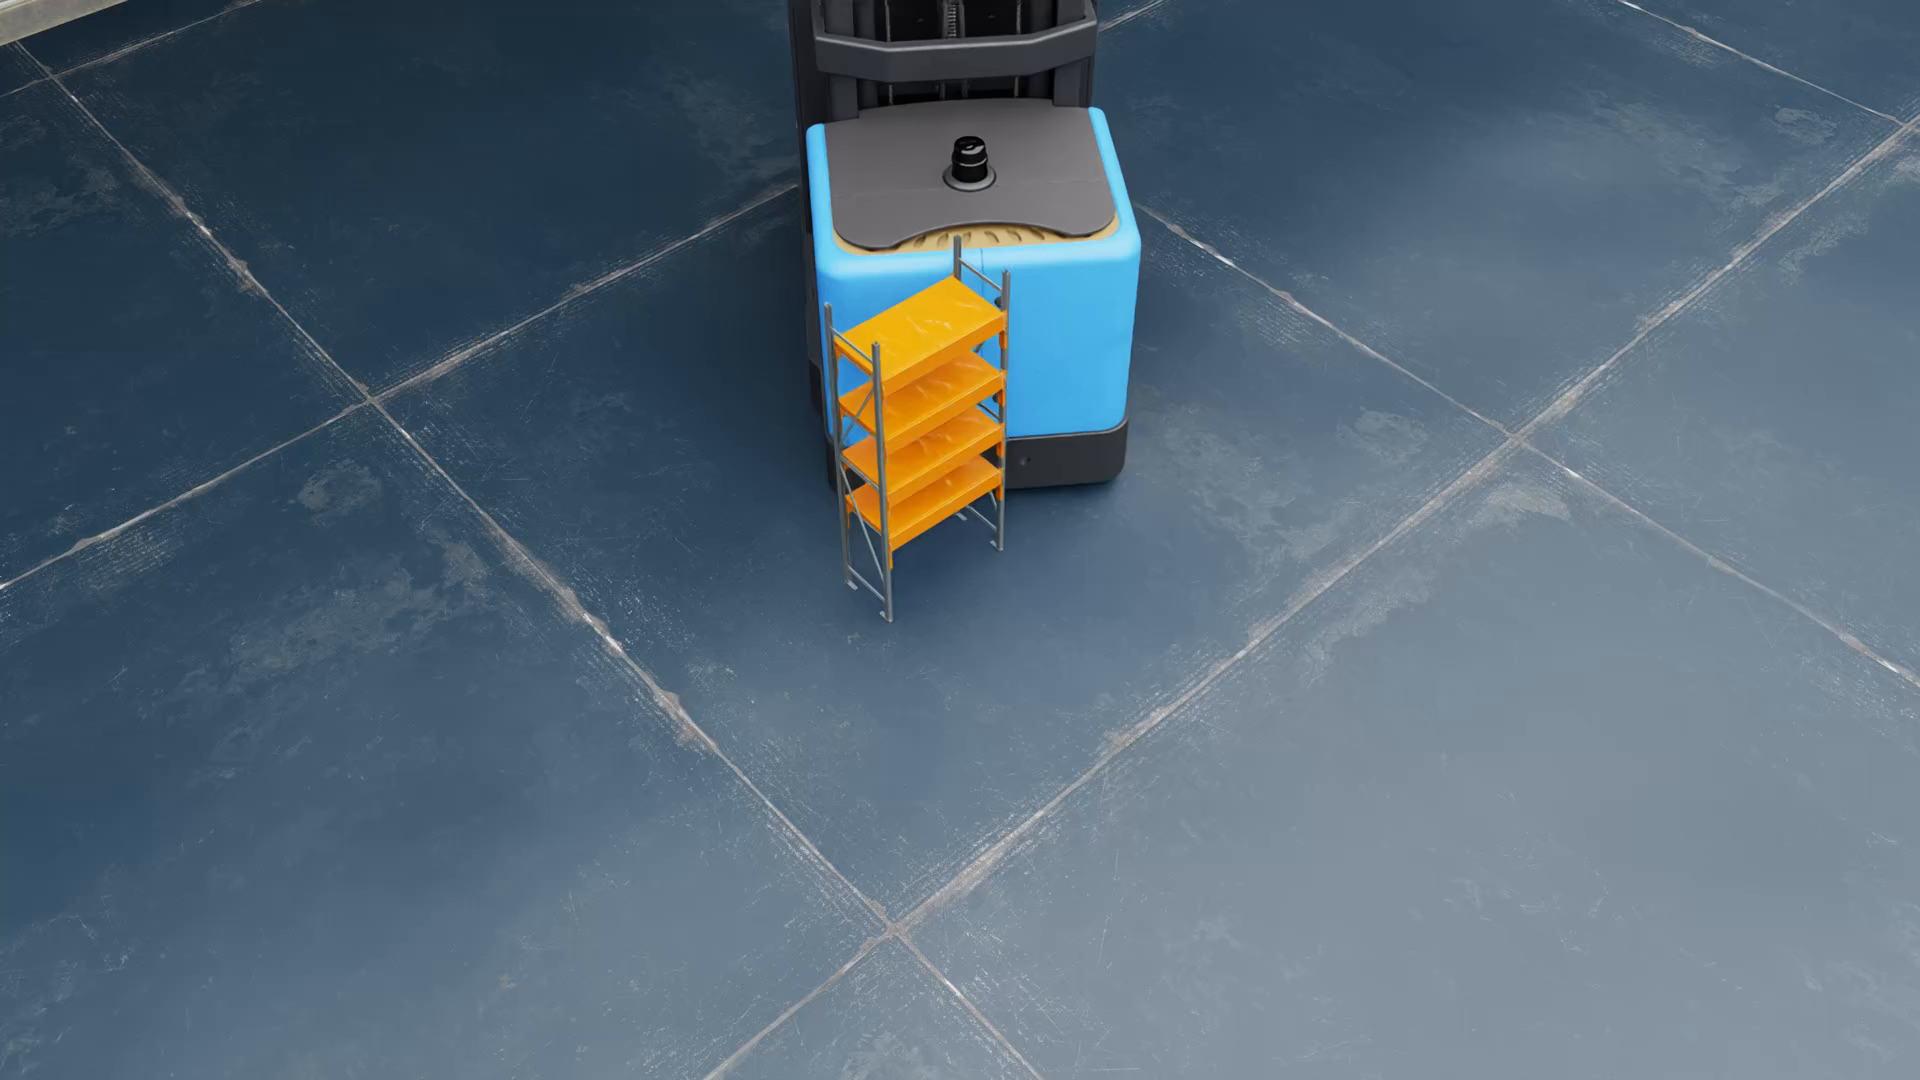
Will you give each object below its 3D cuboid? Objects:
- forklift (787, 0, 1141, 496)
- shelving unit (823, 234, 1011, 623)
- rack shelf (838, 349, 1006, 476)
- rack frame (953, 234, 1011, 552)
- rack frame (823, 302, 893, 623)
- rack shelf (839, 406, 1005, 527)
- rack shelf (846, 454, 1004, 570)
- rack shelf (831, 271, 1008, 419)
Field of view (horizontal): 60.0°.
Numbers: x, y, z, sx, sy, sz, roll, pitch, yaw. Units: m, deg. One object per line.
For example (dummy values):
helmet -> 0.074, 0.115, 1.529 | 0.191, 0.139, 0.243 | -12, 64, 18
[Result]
forklift -> -0.087, -2.222, 5.806 | 1.130, 2.935, 3.031 | -4, 47, -4
shelving unit -> -0.121, -0.319, 5.228 | 0.503, 1.200, 0.258 | -32, 55, -26
rack shelf -> -0.121, -0.425, 5.113 | 0.480, 0.148, 0.258 | -32, 55, -26
rack frame -> 0.064, -0.436, 5.336 | 0.015, 1.200, 0.240 | -32, 55, -26
rack frame -> -0.306, -0.202, 5.120 | 0.015, 1.200, 0.240 | -32, 55, -26
rack shelf -> -0.121, -0.273, 5.277 | 0.480, 0.148, 0.258 | -32, 55, -26
rack shelf -> -0.121, -0.138, 5.423 | 0.480, 0.148, 0.258 | -32, 55, -26
rack shelf -> -0.121, -0.585, 4.939 | 0.480, 0.148, 0.258 | -32, 55, -26
